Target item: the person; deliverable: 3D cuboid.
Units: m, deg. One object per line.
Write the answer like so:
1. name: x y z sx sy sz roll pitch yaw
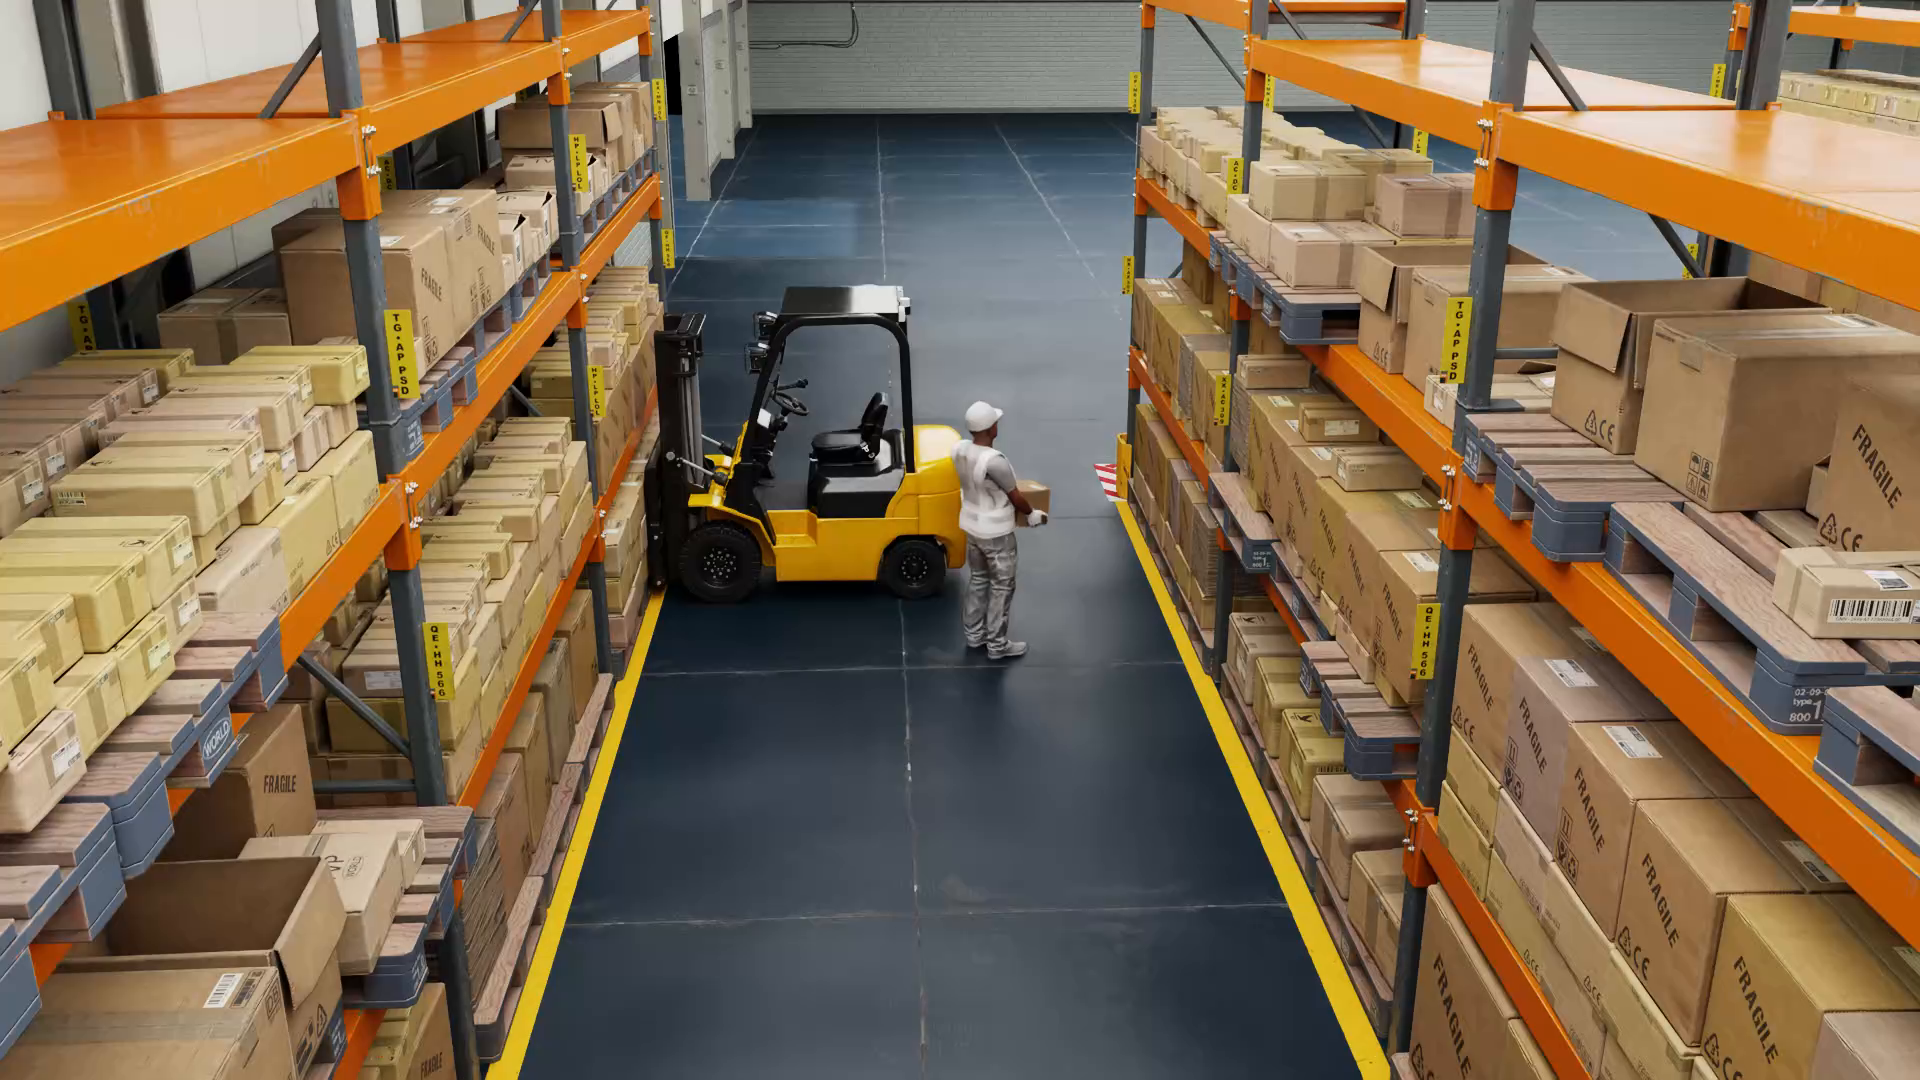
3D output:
1. person: 0.273 -0.094 11.301 0.577 1.785 0.497 -12 24 -30
